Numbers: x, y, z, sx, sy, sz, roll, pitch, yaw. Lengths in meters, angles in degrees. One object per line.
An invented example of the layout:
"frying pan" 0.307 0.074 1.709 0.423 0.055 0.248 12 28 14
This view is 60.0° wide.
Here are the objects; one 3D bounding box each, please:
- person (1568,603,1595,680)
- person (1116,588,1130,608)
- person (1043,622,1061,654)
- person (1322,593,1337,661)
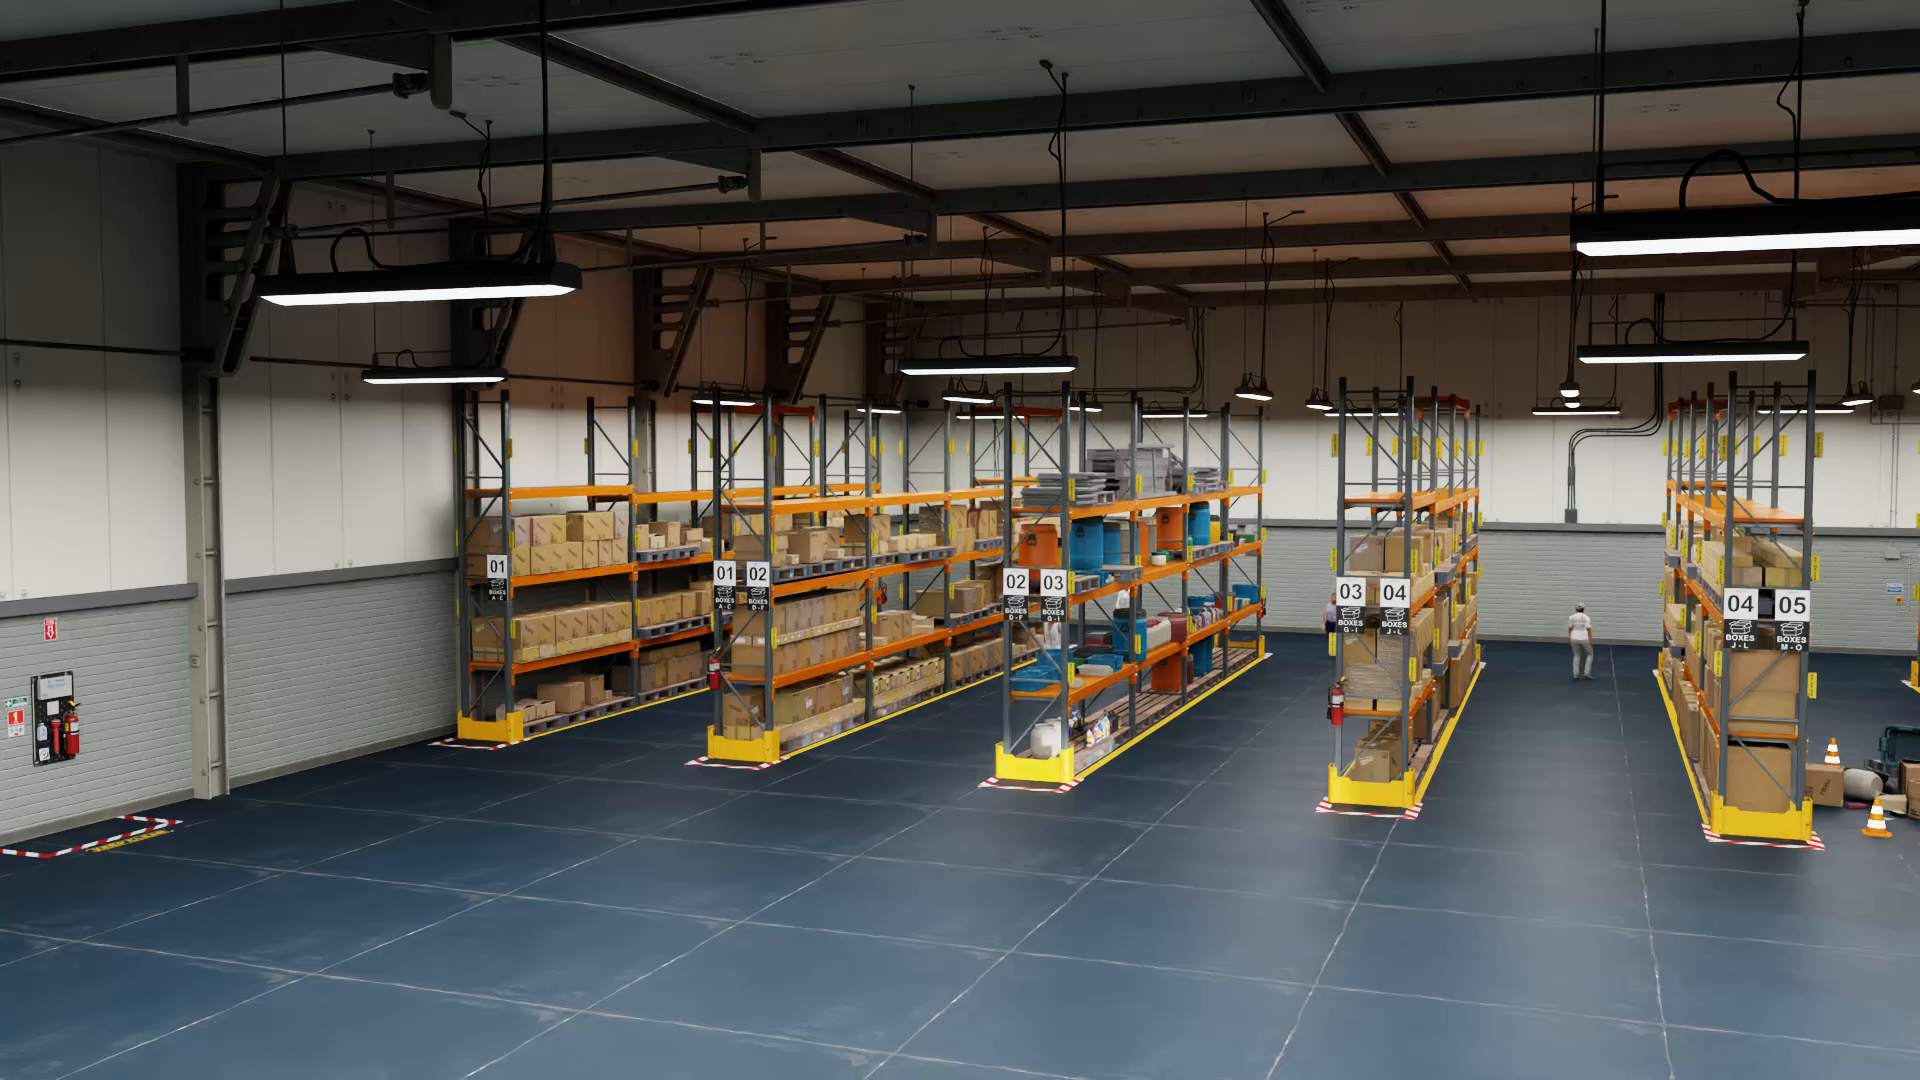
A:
"person" 13.491 2.210 36.101 0.541 1.706 0.416 2 4 38
"person" 4.275 1.814 42.736 0.492 1.622 1.049 1 3 20
"person" 1.971 2.247 34.716 0.592 1.698 0.796 2 4 29
"person" 8.823 2.029 39.208 0.529 1.587 1.007 1 3 20
